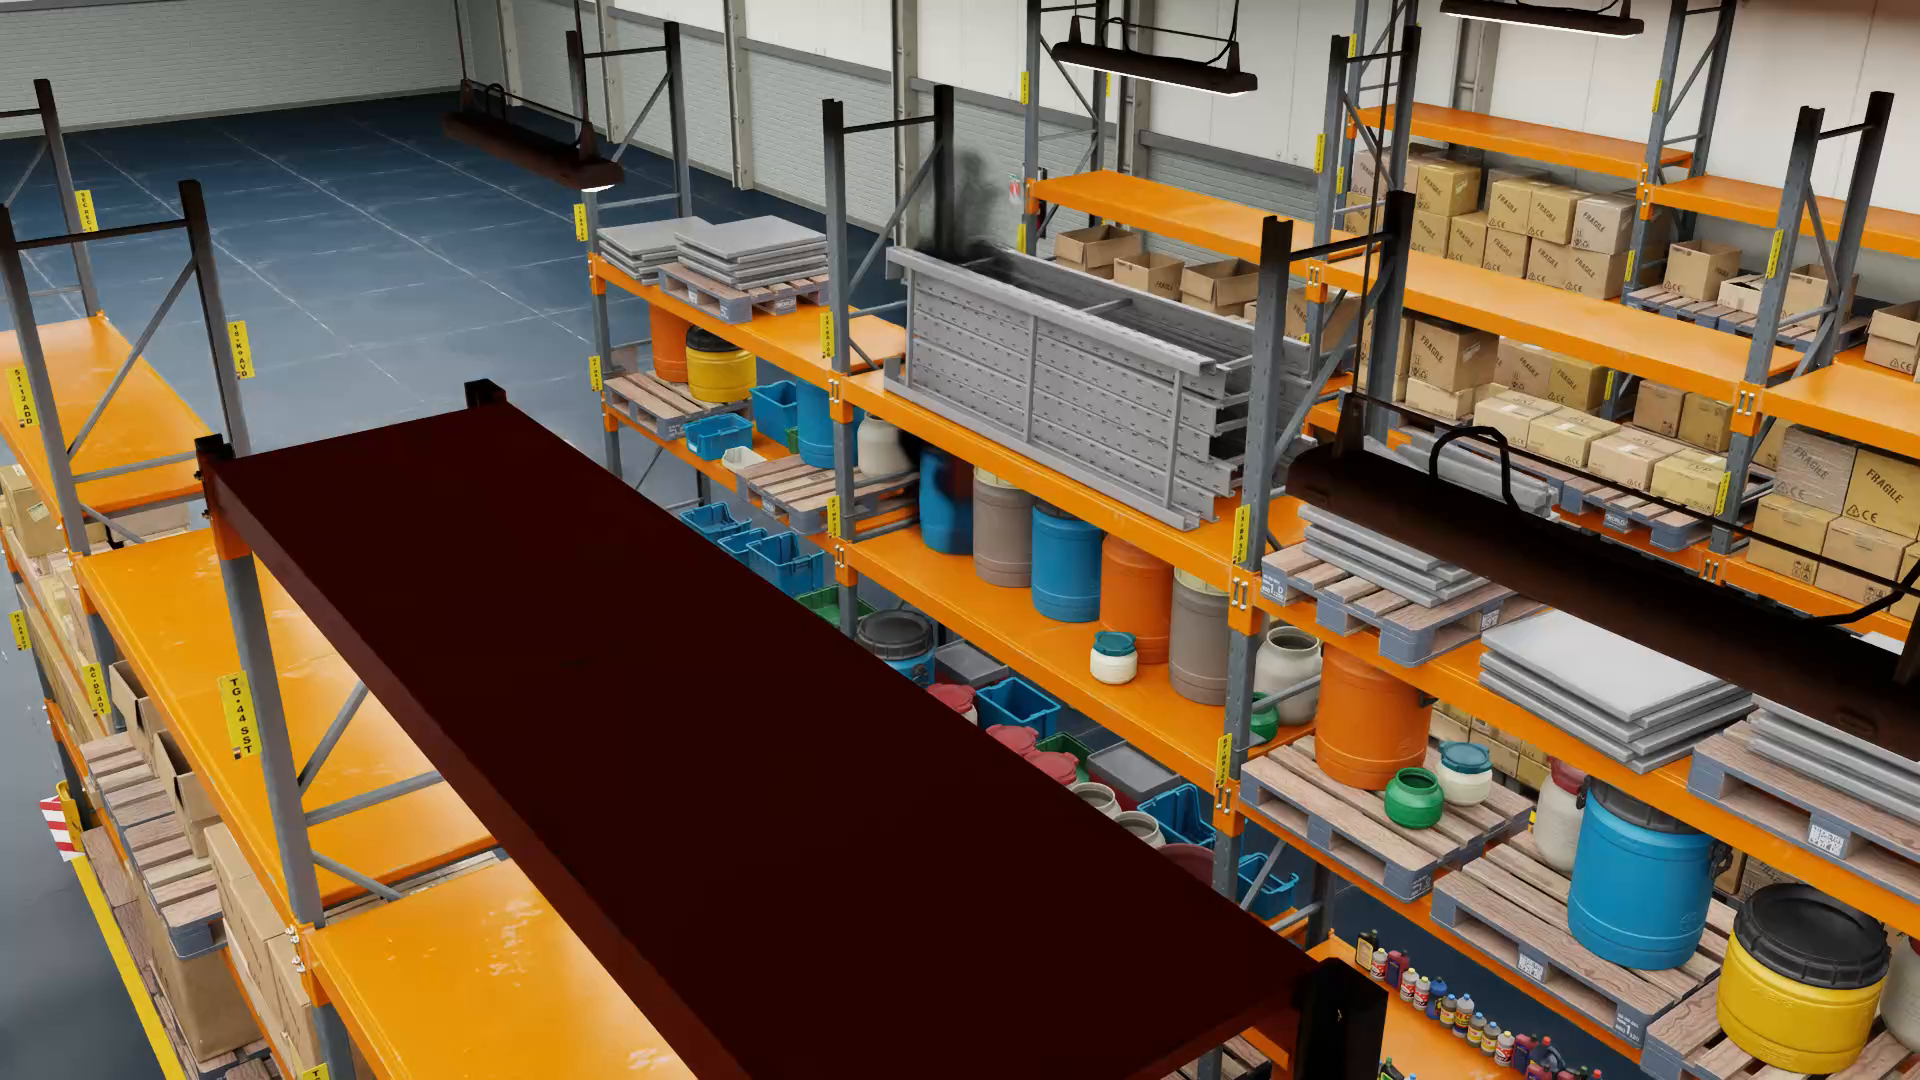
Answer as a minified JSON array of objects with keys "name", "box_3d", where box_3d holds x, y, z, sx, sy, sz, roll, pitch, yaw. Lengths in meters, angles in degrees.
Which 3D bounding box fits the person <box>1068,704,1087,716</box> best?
[{"name":"person","box_3d":[1.117,0.862,15.193,0.578,1.633,0.638,-21,32,-38]}]
